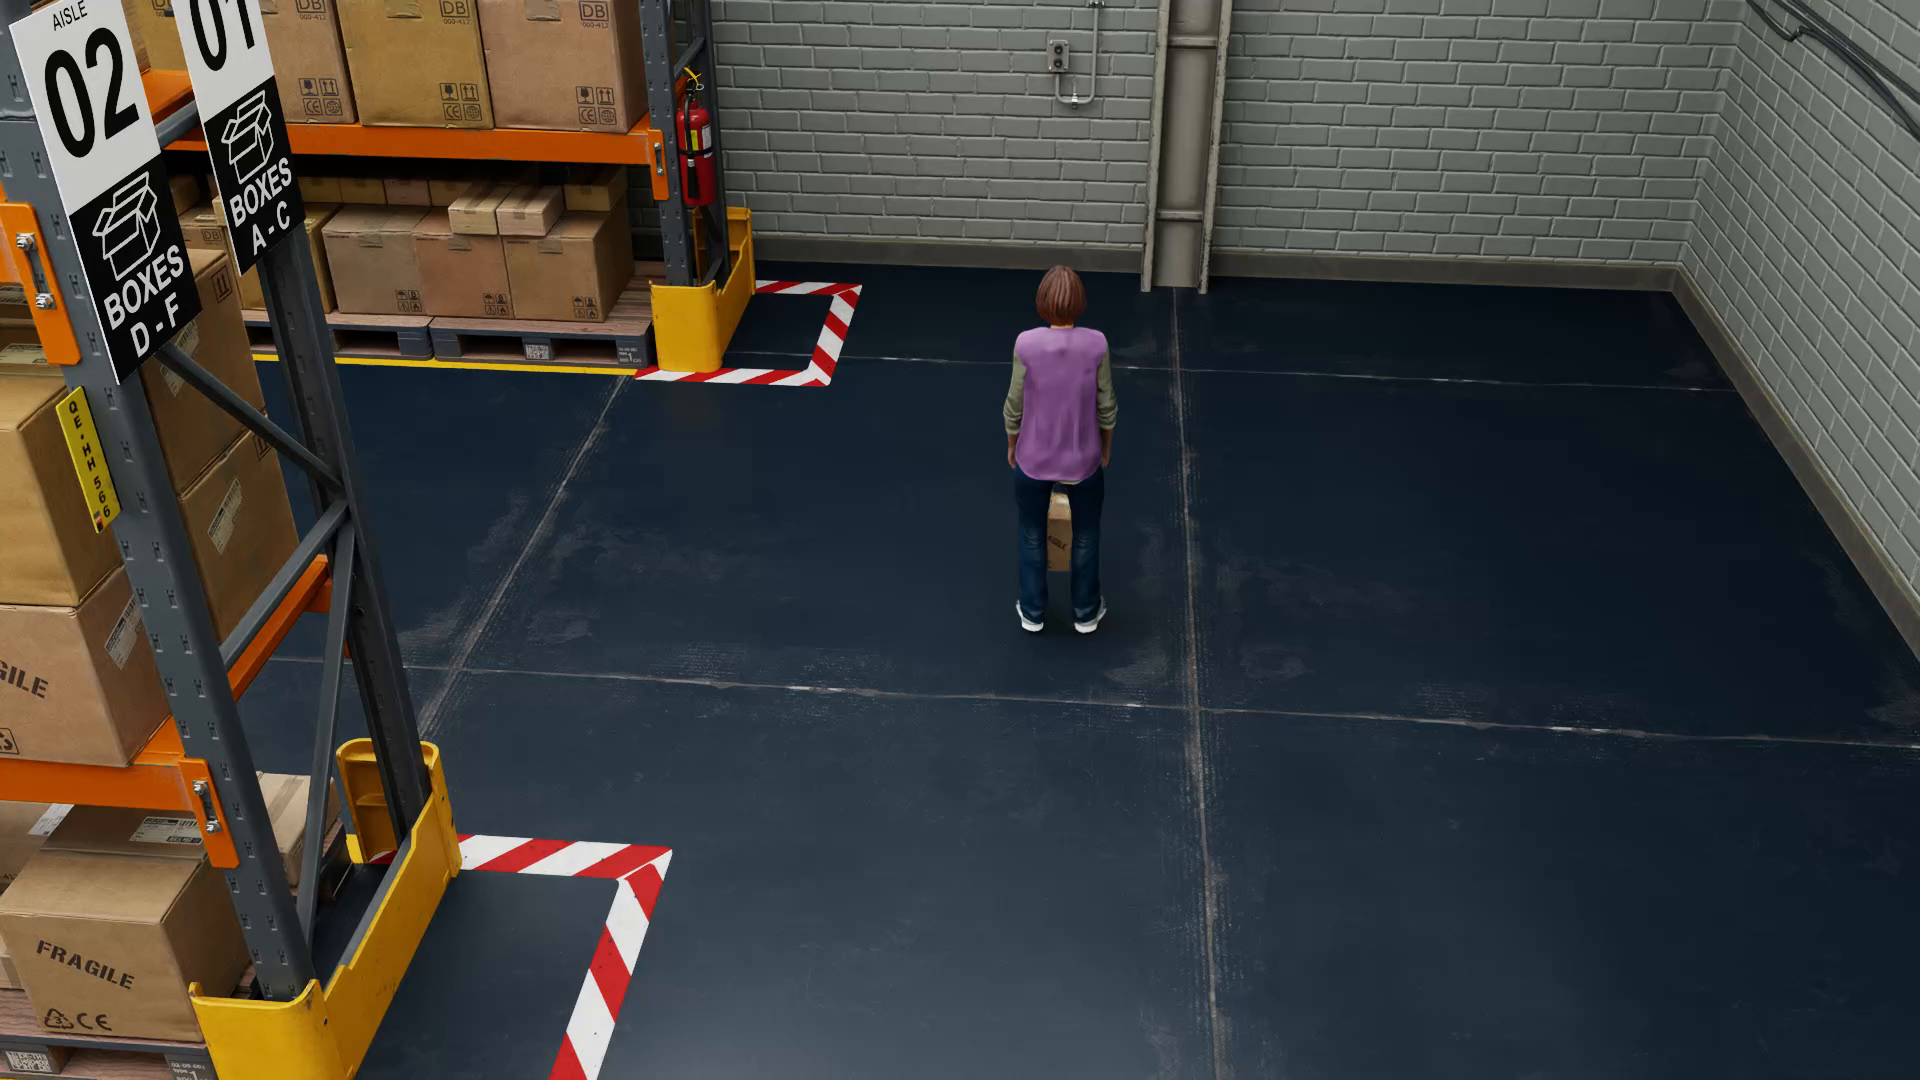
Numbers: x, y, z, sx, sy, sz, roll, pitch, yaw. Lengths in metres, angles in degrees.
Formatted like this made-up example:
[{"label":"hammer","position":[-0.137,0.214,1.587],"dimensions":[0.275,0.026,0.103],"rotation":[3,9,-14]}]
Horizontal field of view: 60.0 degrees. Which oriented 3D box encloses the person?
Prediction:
[{"label":"person","position":[0.392,-0.325,6.670],"dimensions":[0.471,1.581,0.350],"rotation":[2,32,3]}]
